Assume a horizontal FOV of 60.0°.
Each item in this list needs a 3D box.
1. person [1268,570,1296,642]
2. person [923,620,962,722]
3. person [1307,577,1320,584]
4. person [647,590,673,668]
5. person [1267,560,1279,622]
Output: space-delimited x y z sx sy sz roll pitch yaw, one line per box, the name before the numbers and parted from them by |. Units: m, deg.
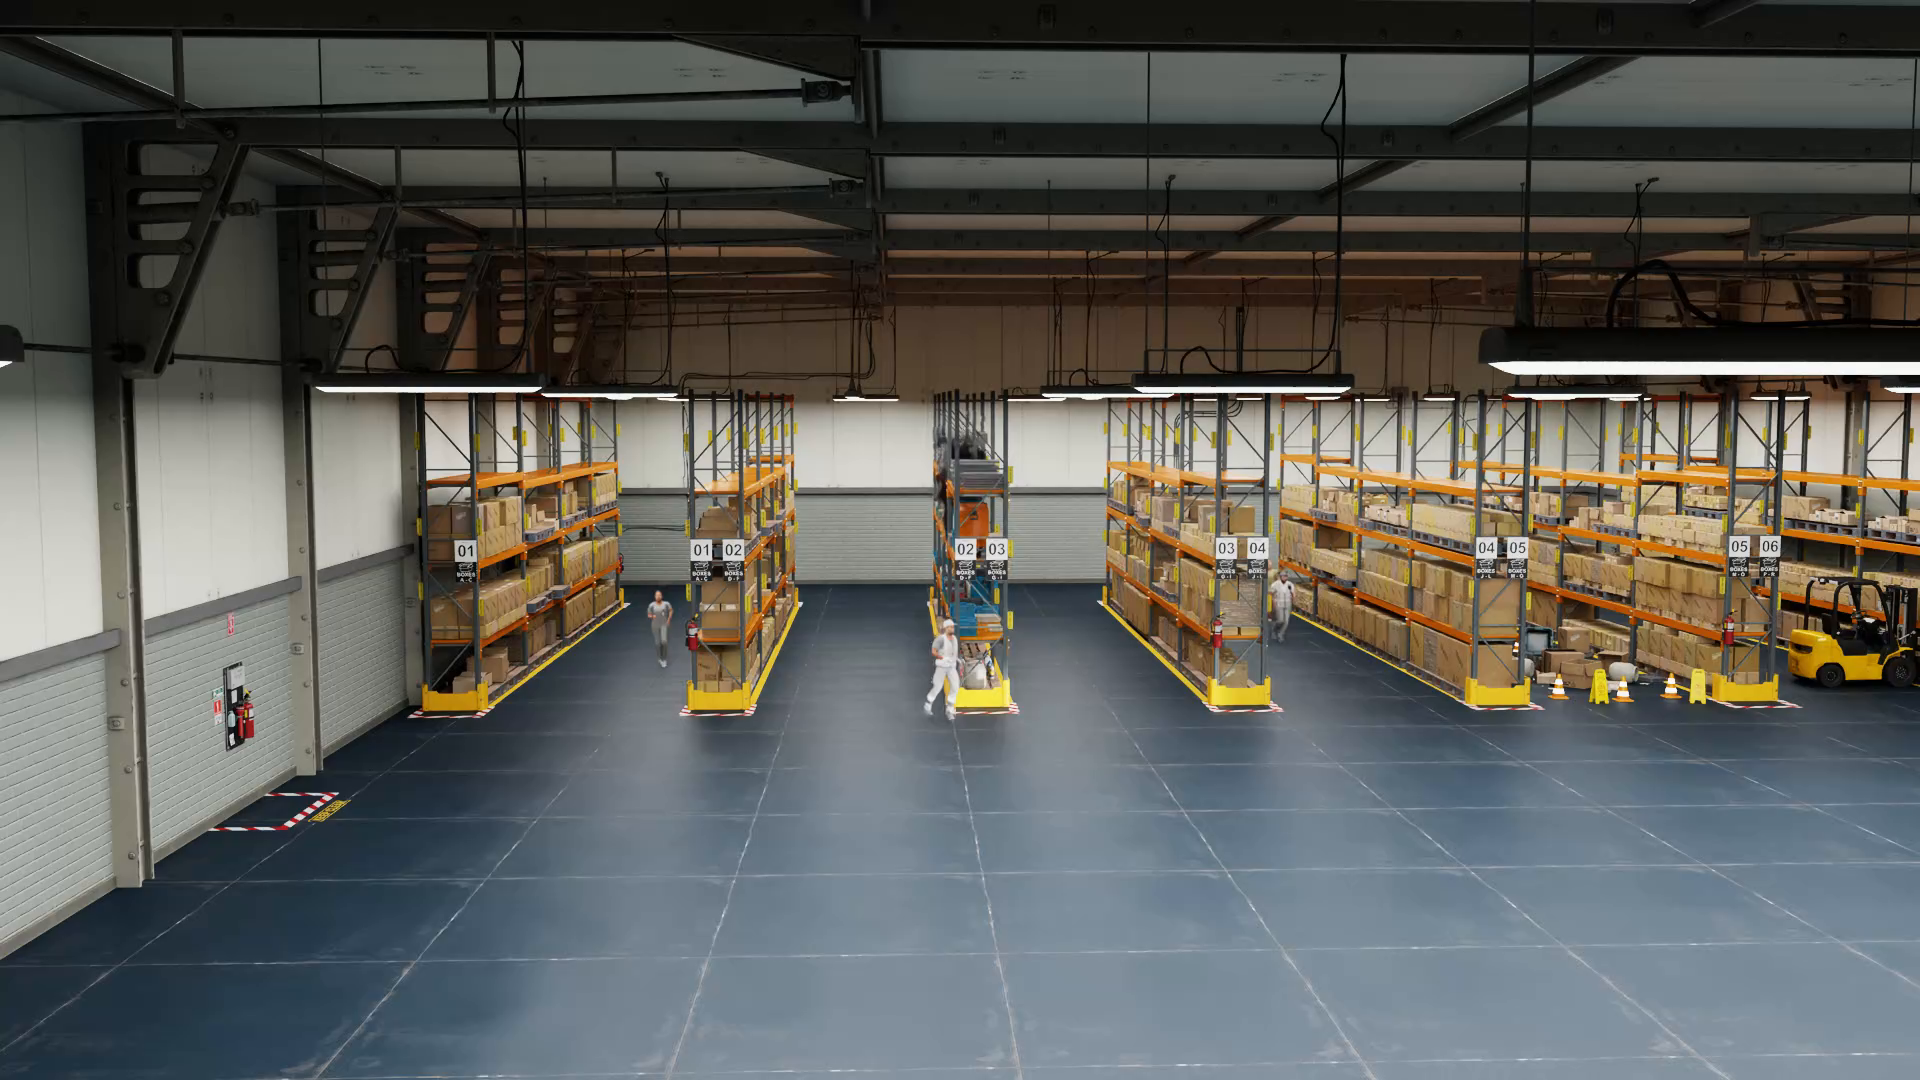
person | 7.788 1.590 39.995 0.644 1.747 0.606 -1 5 -7
person | -0.238 2.360 30.362 0.730 1.820 0.726 -4 6 -41
person | 10.462 0.889 49.039 0.576 1.667 0.560 0 5 -1
person | -6.552 1.938 36.304 0.542 1.710 0.731 0 5 -5
person | 8.178 1.329 44.086 0.614 1.632 0.575 -1 5 -8
